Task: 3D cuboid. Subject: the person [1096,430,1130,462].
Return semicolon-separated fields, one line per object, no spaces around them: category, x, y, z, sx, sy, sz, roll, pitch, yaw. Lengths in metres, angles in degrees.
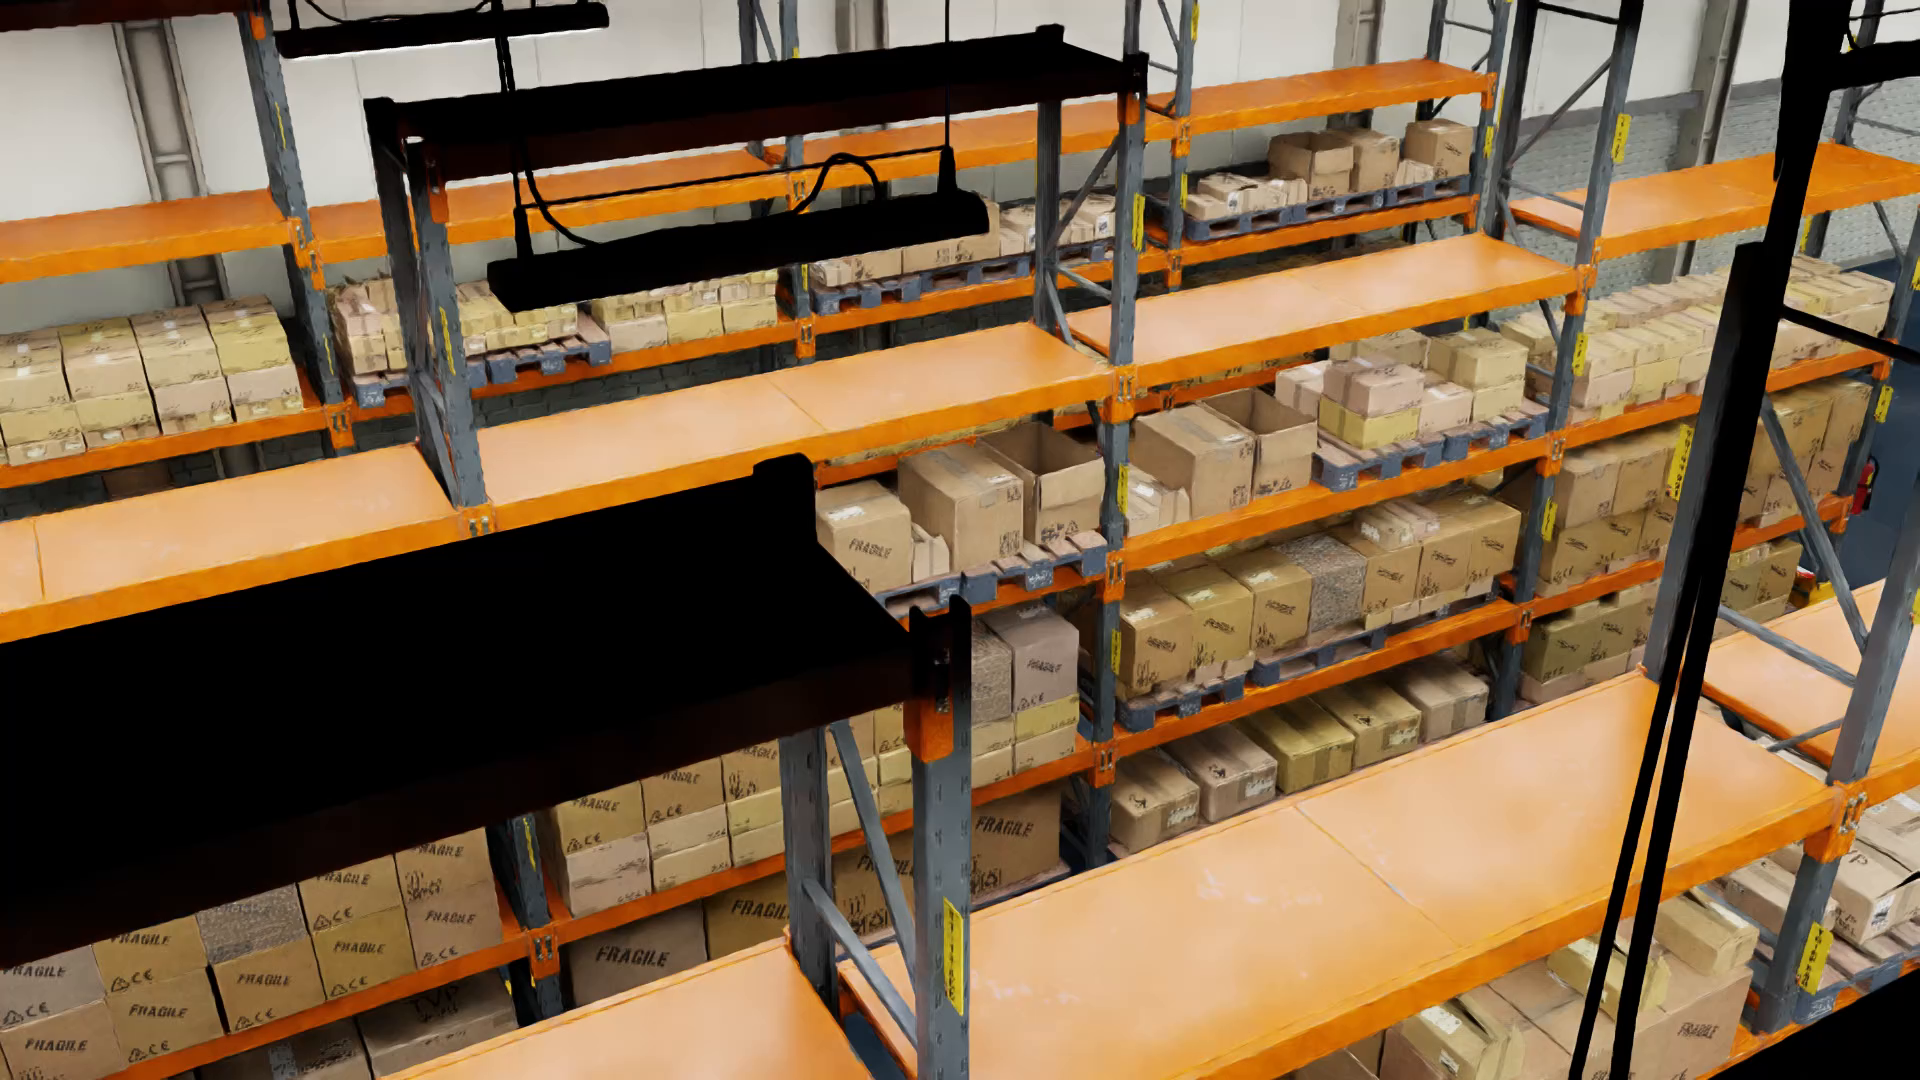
person;1.360;-0.276;15.722;0.588;1.650;0.556;-1;28;-2
